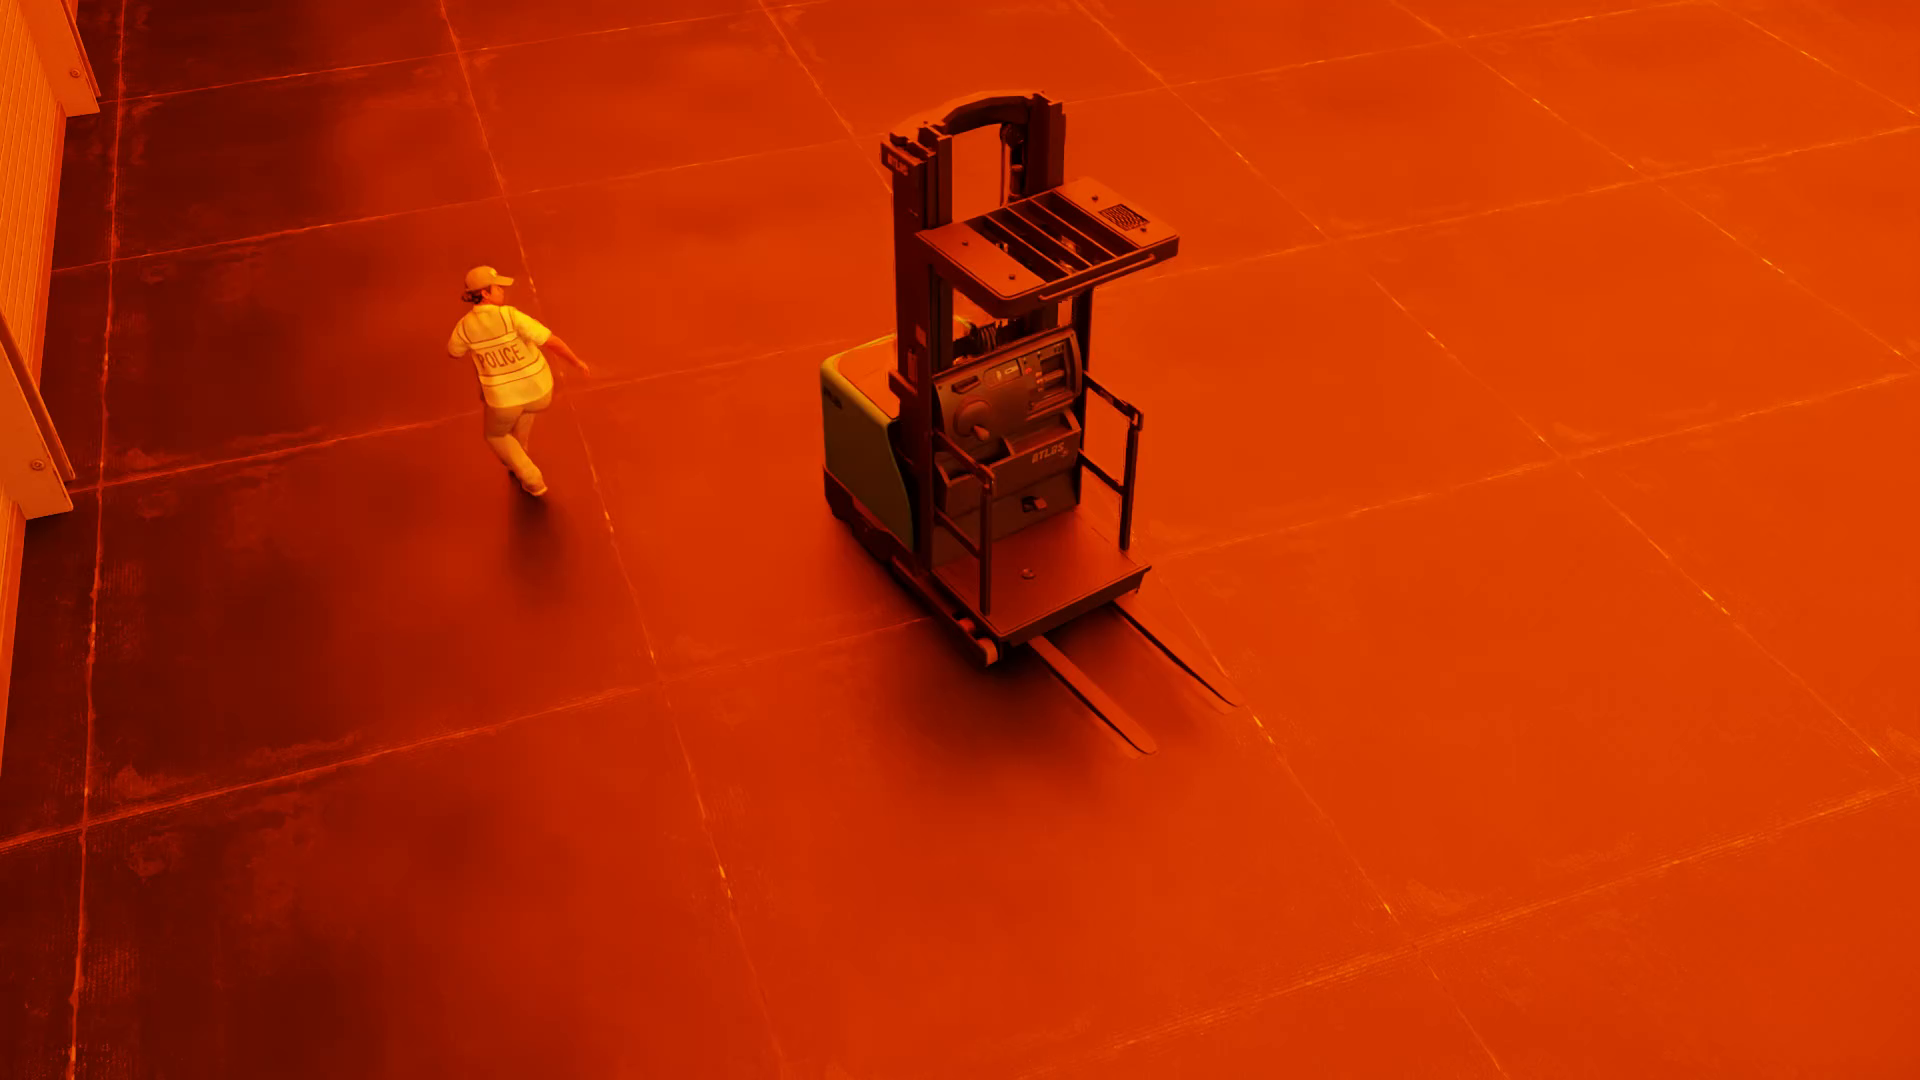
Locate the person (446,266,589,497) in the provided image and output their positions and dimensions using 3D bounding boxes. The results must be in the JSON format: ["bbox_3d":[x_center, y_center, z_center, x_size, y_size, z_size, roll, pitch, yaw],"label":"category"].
[{"bbox_3d":[-2.733,-1.031,10.330,0.803,1.541,0.808,-14,42,-17],"label":"person"}]

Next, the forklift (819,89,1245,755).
[{"bbox_3d":[0.393,-0.763,8.905,1.130,2.935,3.031,-24,46,-26],"label":"forklift"}]
